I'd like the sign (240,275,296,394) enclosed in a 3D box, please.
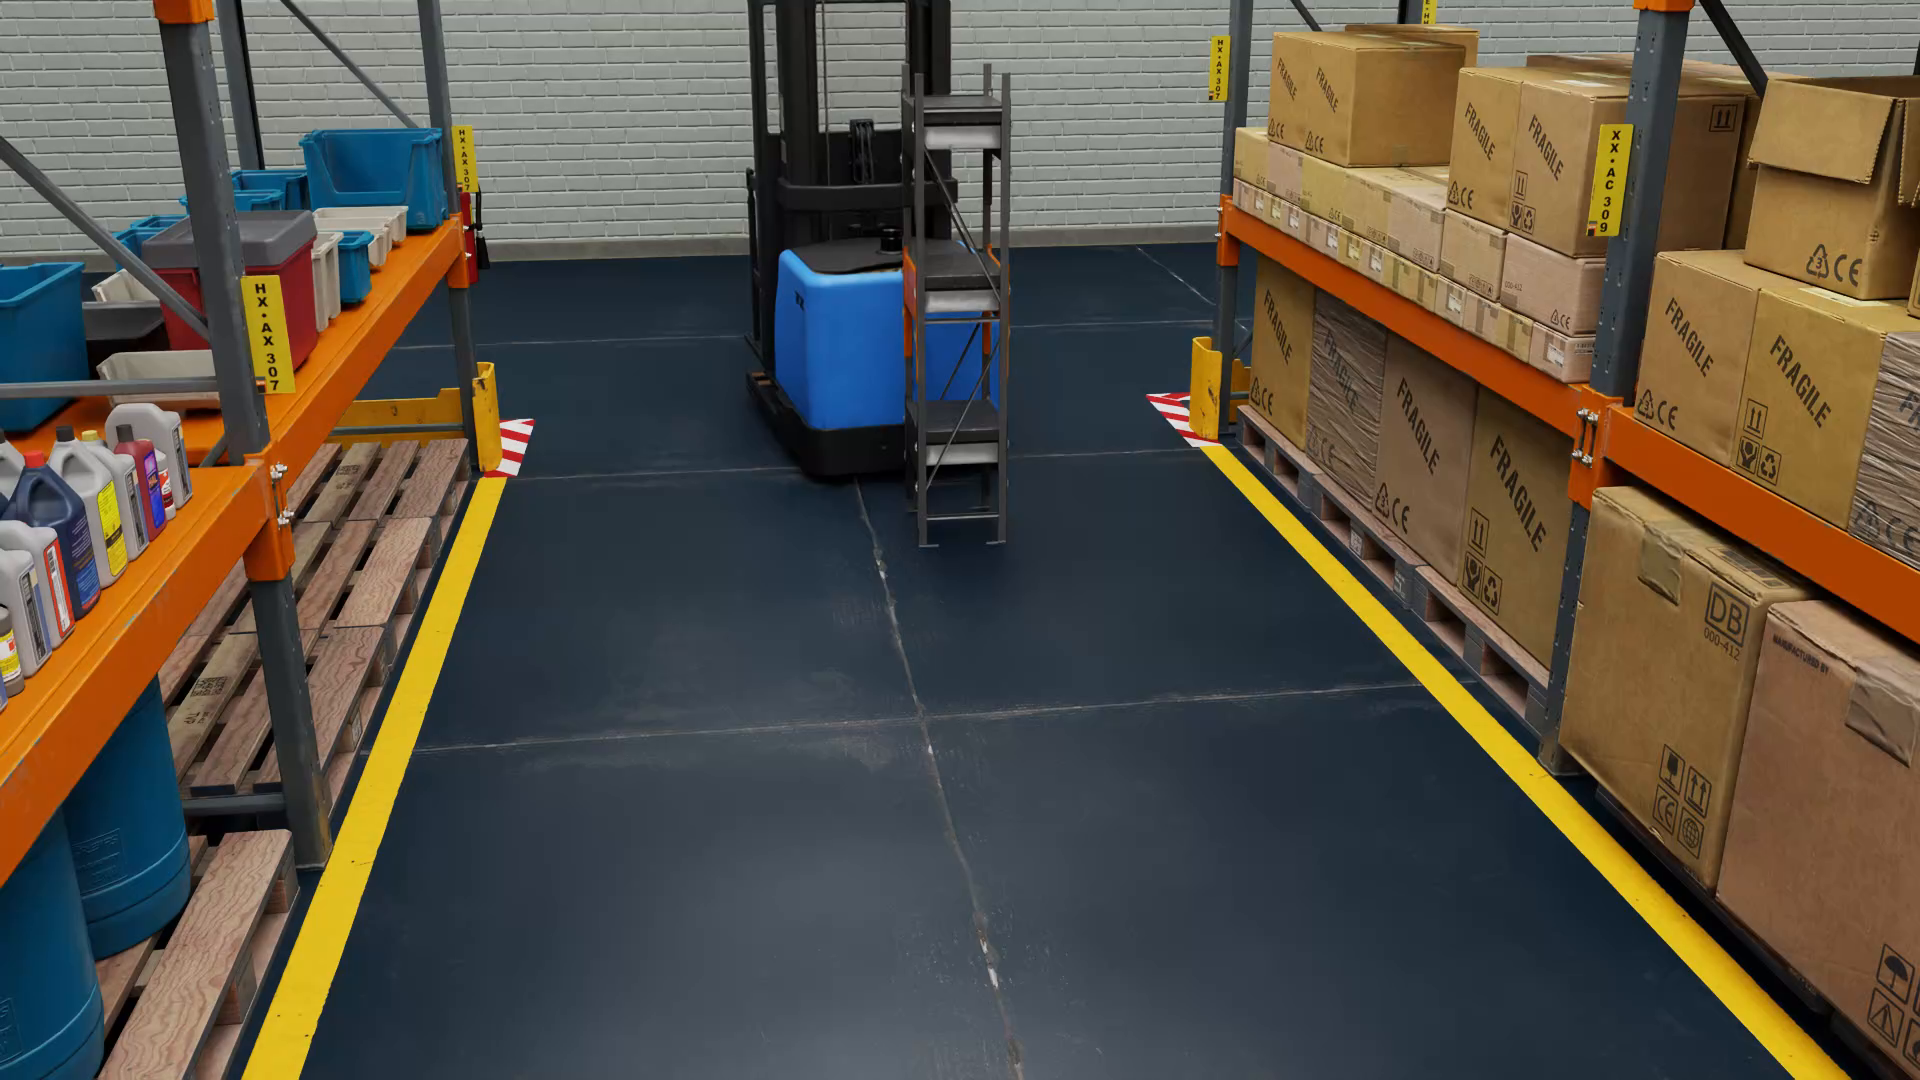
[{"bbox_3d":[-1.882,-0.557,4.525,0.100,0.325,0.005,-3,21,-8],"label":"sign"}]

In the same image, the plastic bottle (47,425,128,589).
[{"bbox_3d":[-1.970,-0.076,3.702,0.144,0.351,0.185,-3,21,-8],"label":"plastic bottle"}]

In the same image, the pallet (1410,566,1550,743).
[{"bbox_3d":[2.442,0.389,6.373,1.003,0.211,1.213,-3,21,-8],"label":"pallet"}]

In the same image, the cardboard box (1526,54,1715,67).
[{"bbox_3d":[2.516,-1.600,6.431,0.500,0.500,0.500,-4,21,-9],"label":"cardboard box"}]

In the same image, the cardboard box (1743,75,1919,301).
[{"bbox_3d":[2.575,-0.946,4.386,0.797,0.503,0.637,-3,21,-9],"label":"cardboard box"}]

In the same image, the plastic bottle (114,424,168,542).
[{"bbox_3d":[-1.971,-0.148,3.992,0.061,0.283,0.133,-3,21,-8],"label":"plastic bottle"}]

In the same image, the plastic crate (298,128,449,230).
[{"bbox_3d":[-2.770,-1.724,7.907,0.616,0.435,0.499,-3,21,-8],"label":"plastic crate"}]

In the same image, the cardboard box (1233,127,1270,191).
[{"bbox_3d":[1.700,-1.924,8.371,0.500,0.250,0.500,-3,21,-9],"label":"cardboard box"}]

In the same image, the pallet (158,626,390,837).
[{"bbox_3d":[-2.571,0.653,5.666,1.003,0.211,1.213,-3,21,-8],"label":"pallet"}]

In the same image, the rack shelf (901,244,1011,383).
[{"bbox_3d":[-0.024,-1.028,7.507,0.431,0.518,0.480,-3,21,-8],"label":"rack shelf"}]

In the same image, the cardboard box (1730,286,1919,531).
[{"bbox_3d":[2.367,-0.351,4.226,0.500,0.500,0.500,-3,21,-8],"label":"cardboard box"}]

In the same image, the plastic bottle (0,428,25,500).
[{"bbox_3d":[-2.113,-0.068,3.682,0.144,0.351,0.185,-3,21,-8],"label":"plastic bottle"}]

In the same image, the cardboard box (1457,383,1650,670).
[{"bbox_3d":[2.459,-0.084,6.091,0.875,0.875,0.875,-3,21,-8],"label":"cardboard box"}]

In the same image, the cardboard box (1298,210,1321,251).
[{"bbox_3d":[1.773,-1.422,7.596,0.380,0.149,0.250,-3,21,-9],"label":"cardboard box"}]

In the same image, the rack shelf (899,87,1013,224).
[{"bbox_3d":[-0.024,-1.684,7.262,0.431,0.518,0.480,-3,21,-8],"label":"rack shelf"}]

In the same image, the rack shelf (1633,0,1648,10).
[{"bbox_3d":[2.186,-2.411,6.625,1.077,0.370,4.000,-3,21,-8],"label":"rack shelf"}]

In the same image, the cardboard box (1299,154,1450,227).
[{"bbox_3d":[1.850,-1.571,7.424,0.500,0.250,0.500,-4,21,-10],"label":"cardboard box"}]

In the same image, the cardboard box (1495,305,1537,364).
[{"bbox_3d":[2.069,-0.711,5.692,0.380,0.149,0.250,-3,21,-7],"label":"cardboard box"}]

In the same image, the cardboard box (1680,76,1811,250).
[{"bbox_3d":[2.659,-1.249,5.492,0.500,0.500,0.500,-3,21,-8],"label":"cardboard box"}]

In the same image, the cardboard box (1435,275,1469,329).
[{"bbox_3d":[1.995,-0.889,6.167,0.380,0.149,0.250,-3,21,-7],"label":"cardboard box"}]

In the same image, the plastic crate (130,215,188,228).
[{"bbox_3d":[-3.104,-1.177,6.734,0.416,0.233,0.300,-3,21,-8],"label":"plastic crate"}]

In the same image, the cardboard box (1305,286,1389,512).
[{"bbox_3d":[2.201,-0.704,7.750,0.875,0.875,0.875,-3,21,-8],"label":"cardboard box"}]

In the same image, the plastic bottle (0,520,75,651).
[{"bbox_3d":[-1.925,0.079,3.395,0.152,0.276,0.135,-3,21,-8],"label":"plastic bottle"}]

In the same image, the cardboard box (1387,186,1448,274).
[{"bbox_3d":[2.001,-1.215,6.471,0.500,0.250,0.500,-2,21,-7],"label":"cardboard box"}]

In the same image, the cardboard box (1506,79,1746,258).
[{"bbox_3d":[2.144,-1.216,5.403,0.500,0.500,0.500,-2,21,-6],"label":"cardboard box"}]

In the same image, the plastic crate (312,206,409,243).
[{"bbox_3d":[-2.706,-1.417,7.513,0.396,0.136,0.243,-3,21,-8],"label":"plastic crate"}]

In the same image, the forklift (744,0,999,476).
[{"bbox_3d":[-0.653,-2.180,9.364,1.130,2.935,3.031,-6,21,-15],"label":"forklift"}]

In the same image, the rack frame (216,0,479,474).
[{"bbox_3d":[-3.003,-1.785,8.209,1.000,3.000,0.127,-3,21,-8],"label":"rack frame"}]

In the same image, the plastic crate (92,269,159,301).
[{"bbox_3d":[-2.975,-0.893,6.111,0.293,0.136,0.466,-3,21,-8],"label":"plastic crate"}]

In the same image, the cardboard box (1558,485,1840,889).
[{"bbox_3d":[2.587,0.369,4.878,1.225,0.875,0.875,-3,21,-8],"label":"cardboard box"}]

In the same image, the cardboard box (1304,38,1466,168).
[{"bbox_3d":[1.853,-1.924,7.297,0.500,0.500,0.500,-3,21,-9],"label":"cardboard box"}]

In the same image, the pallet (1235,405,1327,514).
[{"bbox_3d":[2.091,-0.456,8.635,1.003,0.211,1.213,-3,21,-8],"label":"pallet"}]

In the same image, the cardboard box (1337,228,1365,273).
[{"bbox_3d":[1.846,-1.245,7.123,0.380,0.149,0.250,-3,21,-9],"label":"cardboard box"}]

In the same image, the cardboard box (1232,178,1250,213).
[{"bbox_3d":[1.623,-1.778,8.548,0.380,0.149,0.250,-3,21,-7],"label":"cardboard box"}]

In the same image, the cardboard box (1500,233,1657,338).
[{"bbox_3d":[2.151,-0.859,5.518,0.500,0.250,0.500,-3,21,-9],"label":"cardboard box"}]

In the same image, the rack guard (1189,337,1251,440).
[{"bbox_3d":[1.895,-0.873,9.338,1.175,0.500,0.348,-3,21,-8],"label":"rack guard"}]

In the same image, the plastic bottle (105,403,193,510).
[{"bbox_3d":[-2.050,-0.222,4.201,0.152,0.276,0.135,-3,21,-8],"label":"plastic bottle"}]

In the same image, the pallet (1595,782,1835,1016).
[{"bbox_3d":[2.660,0.919,4.953,1.003,0.211,1.213,-3,21,-8],"label":"pallet"}]

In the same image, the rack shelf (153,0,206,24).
[{"bbox_3d":[-2.138,-0.776,2.248,1.077,0.370,4.000,-3,21,-8],"label":"rack shelf"}]

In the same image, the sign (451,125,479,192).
[{"bbox_3d":[-2.461,-1.895,8.270,0.100,0.325,0.005,-3,21,-8],"label":"sign"}]

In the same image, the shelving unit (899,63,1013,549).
[{"bbox_3d":[-0.024,-1.041,7.502,0.431,2.100,0.503,-3,21,-8],"label":"shelving unit"}]

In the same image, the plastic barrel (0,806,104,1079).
[{"bbox_3d":[-2.263,0.820,3.632,0.600,0.901,0.708,-3,21,-8],"label":"plastic barrel"}]

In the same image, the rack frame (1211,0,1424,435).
[{"bbox_3d":[1.898,-2.035,8.878,1.000,3.000,0.127,-3,21,-8],"label":"rack frame"}]

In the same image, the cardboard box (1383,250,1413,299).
[{"bbox_3d":[1.921,-1.067,6.644,0.380,0.149,0.250,-3,21,-9],"label":"cardboard box"}]

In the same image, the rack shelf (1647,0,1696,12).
[{"bbox_3d":[2.763,-1.026,2.917,1.077,0.370,4.000,-3,21,-8],"label":"rack shelf"}]

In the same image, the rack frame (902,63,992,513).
[{"bbox_3d":[-0.059,-1.125,7.728,0.400,2.100,0.015,-3,21,-8],"label":"rack frame"}]

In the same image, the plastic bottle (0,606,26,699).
[{"bbox_3d":[-1.861,0.199,3.180,0.097,0.201,0.097,0,20,0],"label":"plastic bottle"}]

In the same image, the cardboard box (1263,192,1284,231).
[{"bbox_3d":[1.698,-1.601,8.073,0.380,0.149,0.250,-3,21,-9],"label":"cardboard box"}]

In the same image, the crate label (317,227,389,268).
[{"bbox_3d":[-2.615,-1.220,6.988,0.396,0.136,0.243,-3,21,-8],"label":"crate label"}]

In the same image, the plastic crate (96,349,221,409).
[{"bbox_3d":[-2.352,-0.473,4.988,0.396,0.136,0.243,-3,21,-8],"label":"plastic crate"}]

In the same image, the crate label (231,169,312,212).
[{"bbox_3d":[-3.293,-1.633,7.955,0.416,0.233,0.303,-3,21,-8],"label":"crate label"}]

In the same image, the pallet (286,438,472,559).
[{"bbox_3d":[-2.923,-0.192,7.927,1.003,0.211,1.213,-3,21,-8],"label":"pallet"}]

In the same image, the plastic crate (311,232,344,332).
[{"bbox_3d":[-2.464,-0.911,5.952,0.437,0.282,0.530,-3,21,-8],"label":"plastic crate"}]

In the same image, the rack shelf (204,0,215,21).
[{"bbox_3d":[-2.715,-2.161,5.956,1.077,0.370,4.000,-3,21,-8],"label":"rack shelf"}]
